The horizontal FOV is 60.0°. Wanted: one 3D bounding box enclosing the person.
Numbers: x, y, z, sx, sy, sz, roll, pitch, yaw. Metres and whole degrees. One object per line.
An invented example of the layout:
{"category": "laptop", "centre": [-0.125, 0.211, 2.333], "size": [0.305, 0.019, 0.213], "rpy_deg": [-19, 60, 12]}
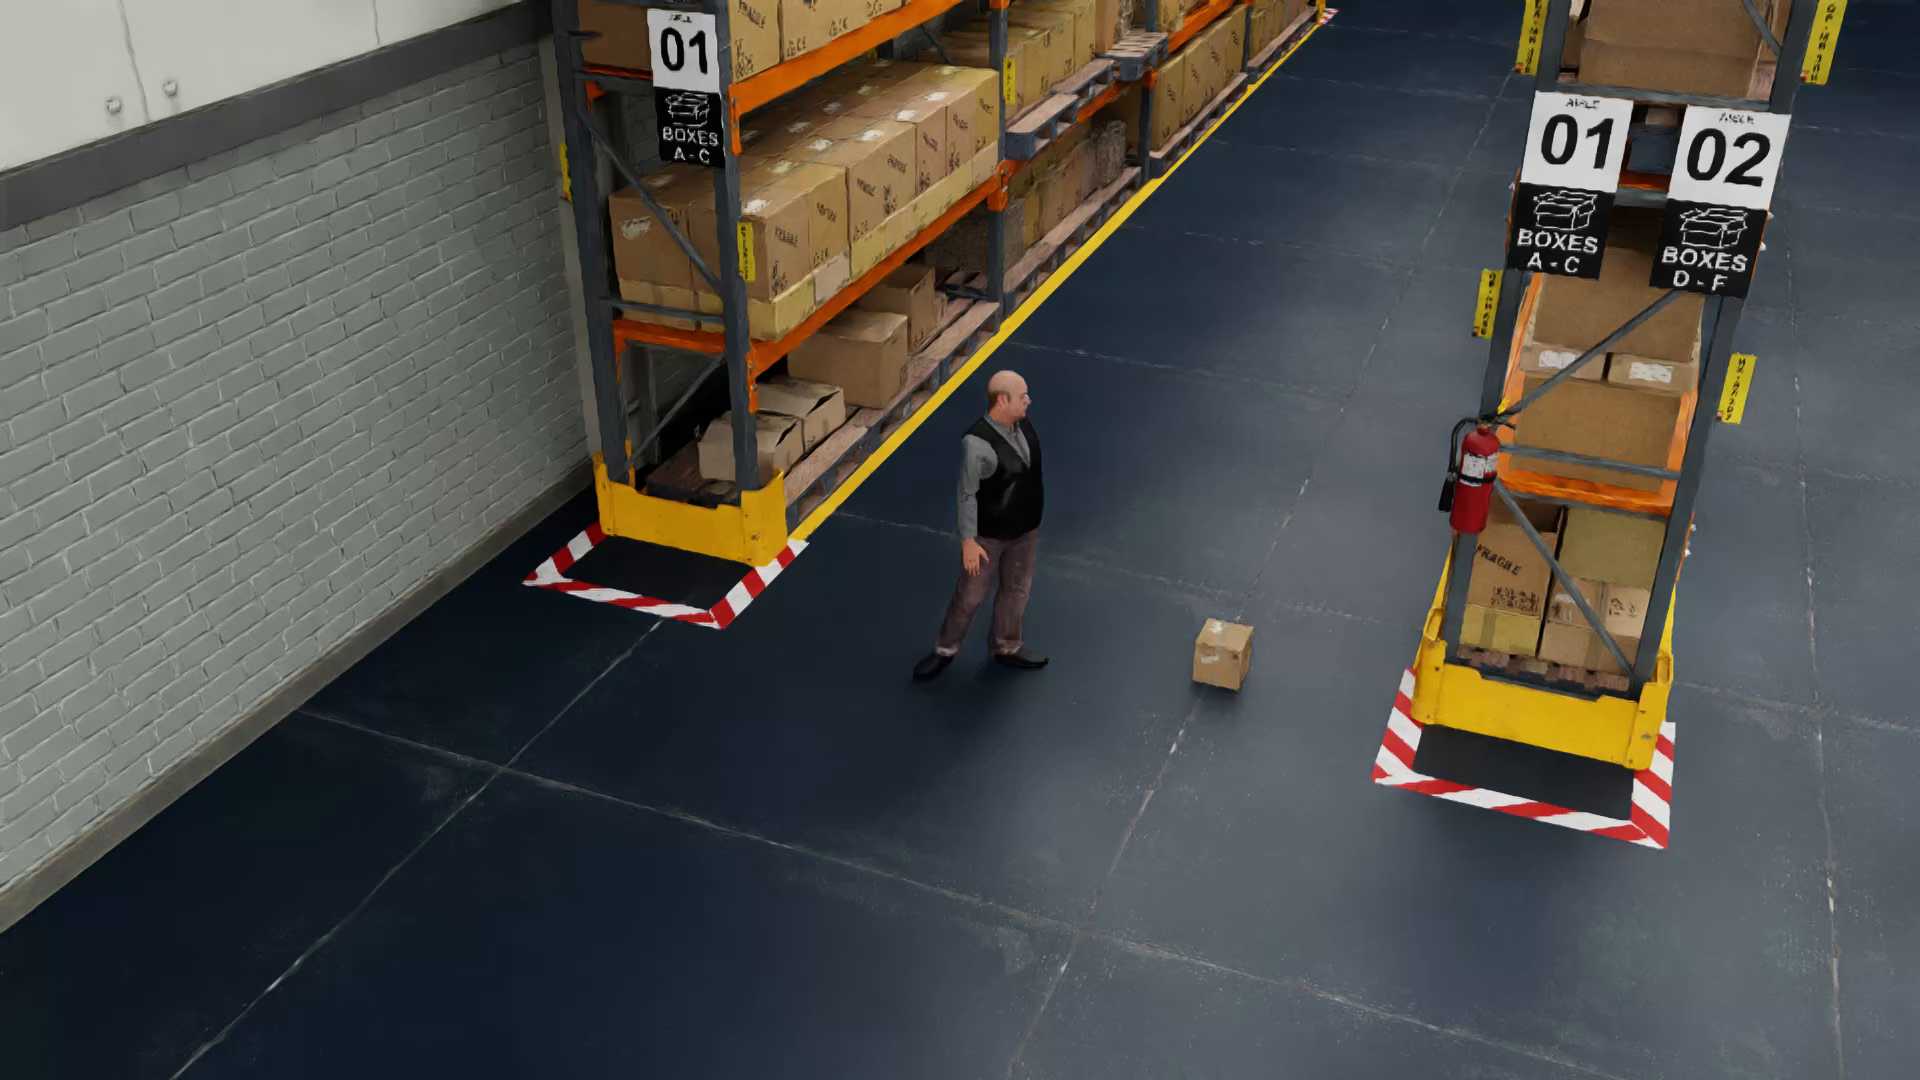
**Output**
{"category": "person", "centre": [0.113, -0.044, 8.508], "size": [0.470, 1.725, 0.692], "rpy_deg": [26, 38, 38]}
